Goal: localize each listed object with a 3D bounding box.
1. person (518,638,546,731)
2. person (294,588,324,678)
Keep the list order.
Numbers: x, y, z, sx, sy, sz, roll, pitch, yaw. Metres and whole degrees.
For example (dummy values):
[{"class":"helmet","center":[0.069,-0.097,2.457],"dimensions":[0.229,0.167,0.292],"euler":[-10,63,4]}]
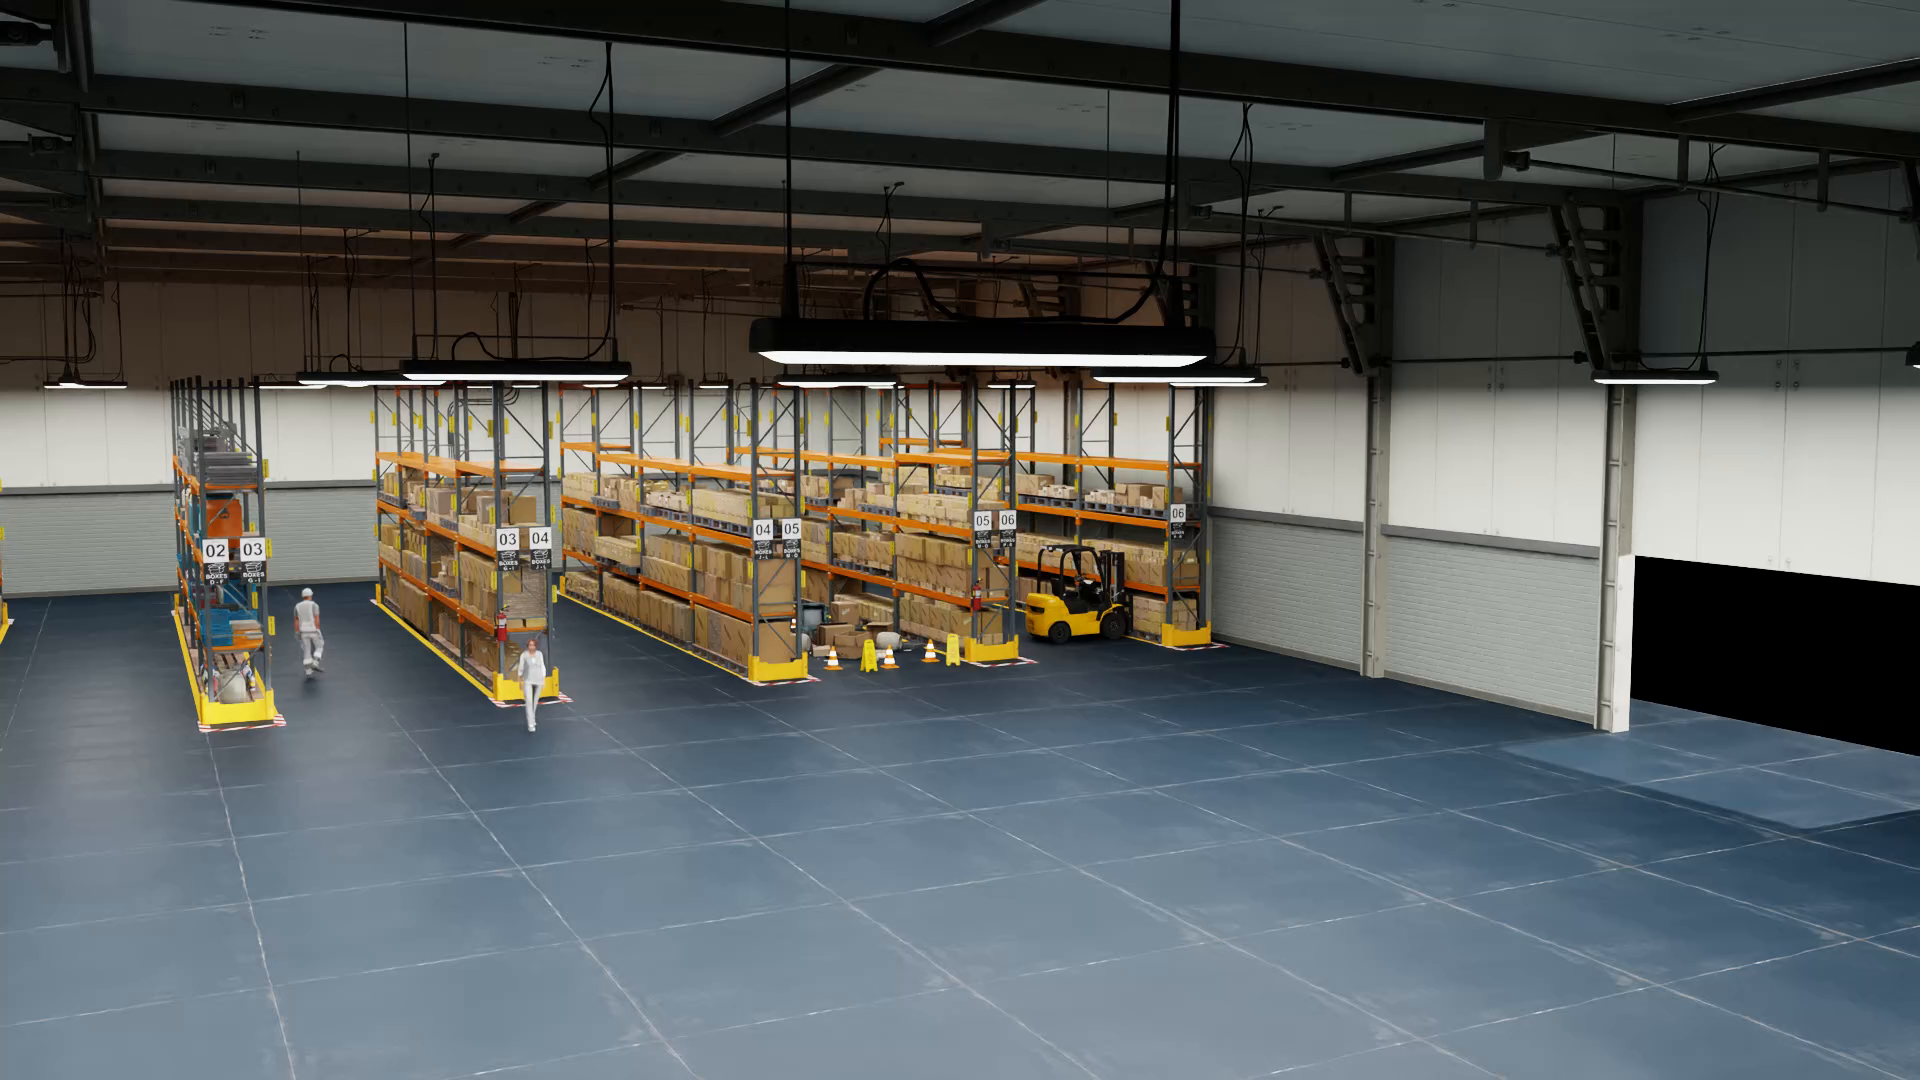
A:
[{"class":"person","center":[-7.222,2.432,28.124],"dimensions":[0.437,1.540,0.945],"euler":[-3,6,-34]},{"class":"person","center":[-13.087,1.858,33.416],"dimensions":[0.571,1.777,0.506],"euler":[-1,5,-10]}]
